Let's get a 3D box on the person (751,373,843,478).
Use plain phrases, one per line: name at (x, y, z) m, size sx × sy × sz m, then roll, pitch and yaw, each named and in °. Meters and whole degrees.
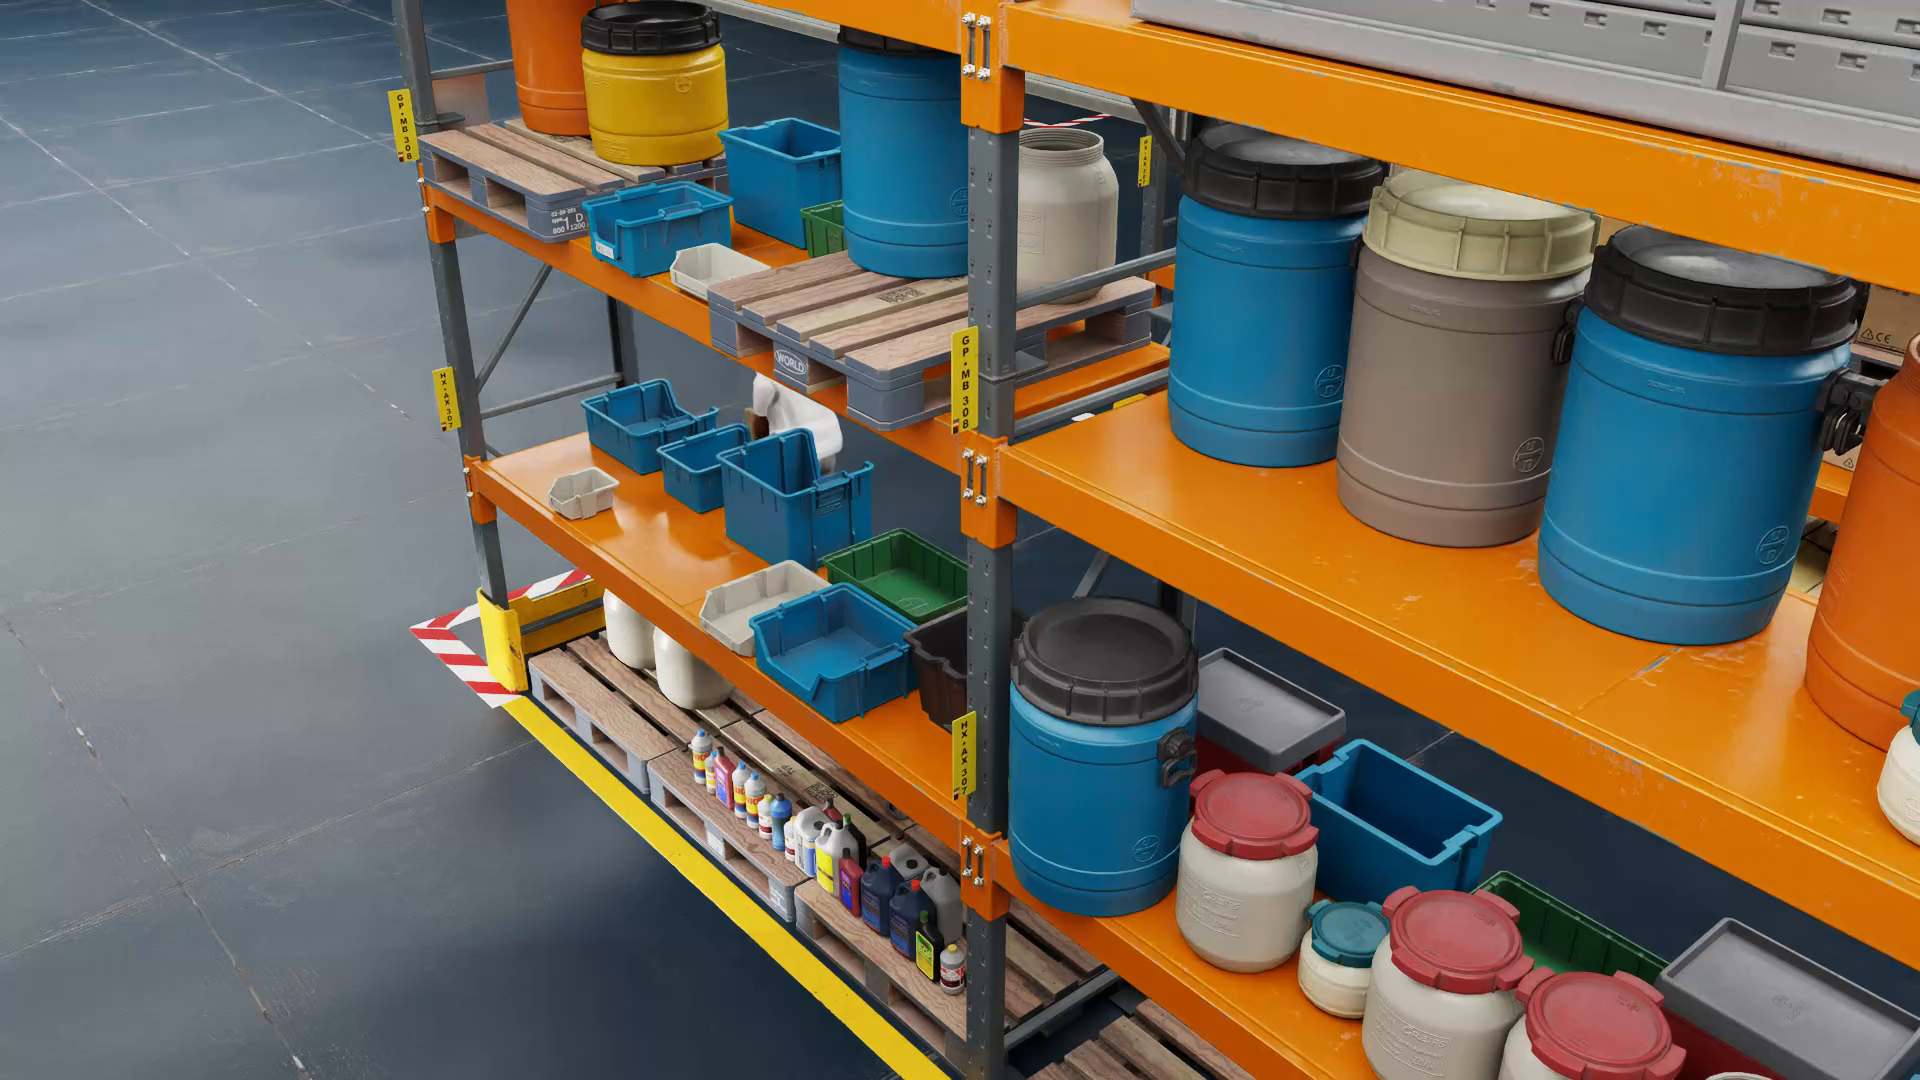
person at (-0.977, -0.541, 9.632) m, size 0.502 × 1.747 × 0.586 m, roll -22°, pitch 35°, yaw -36°
